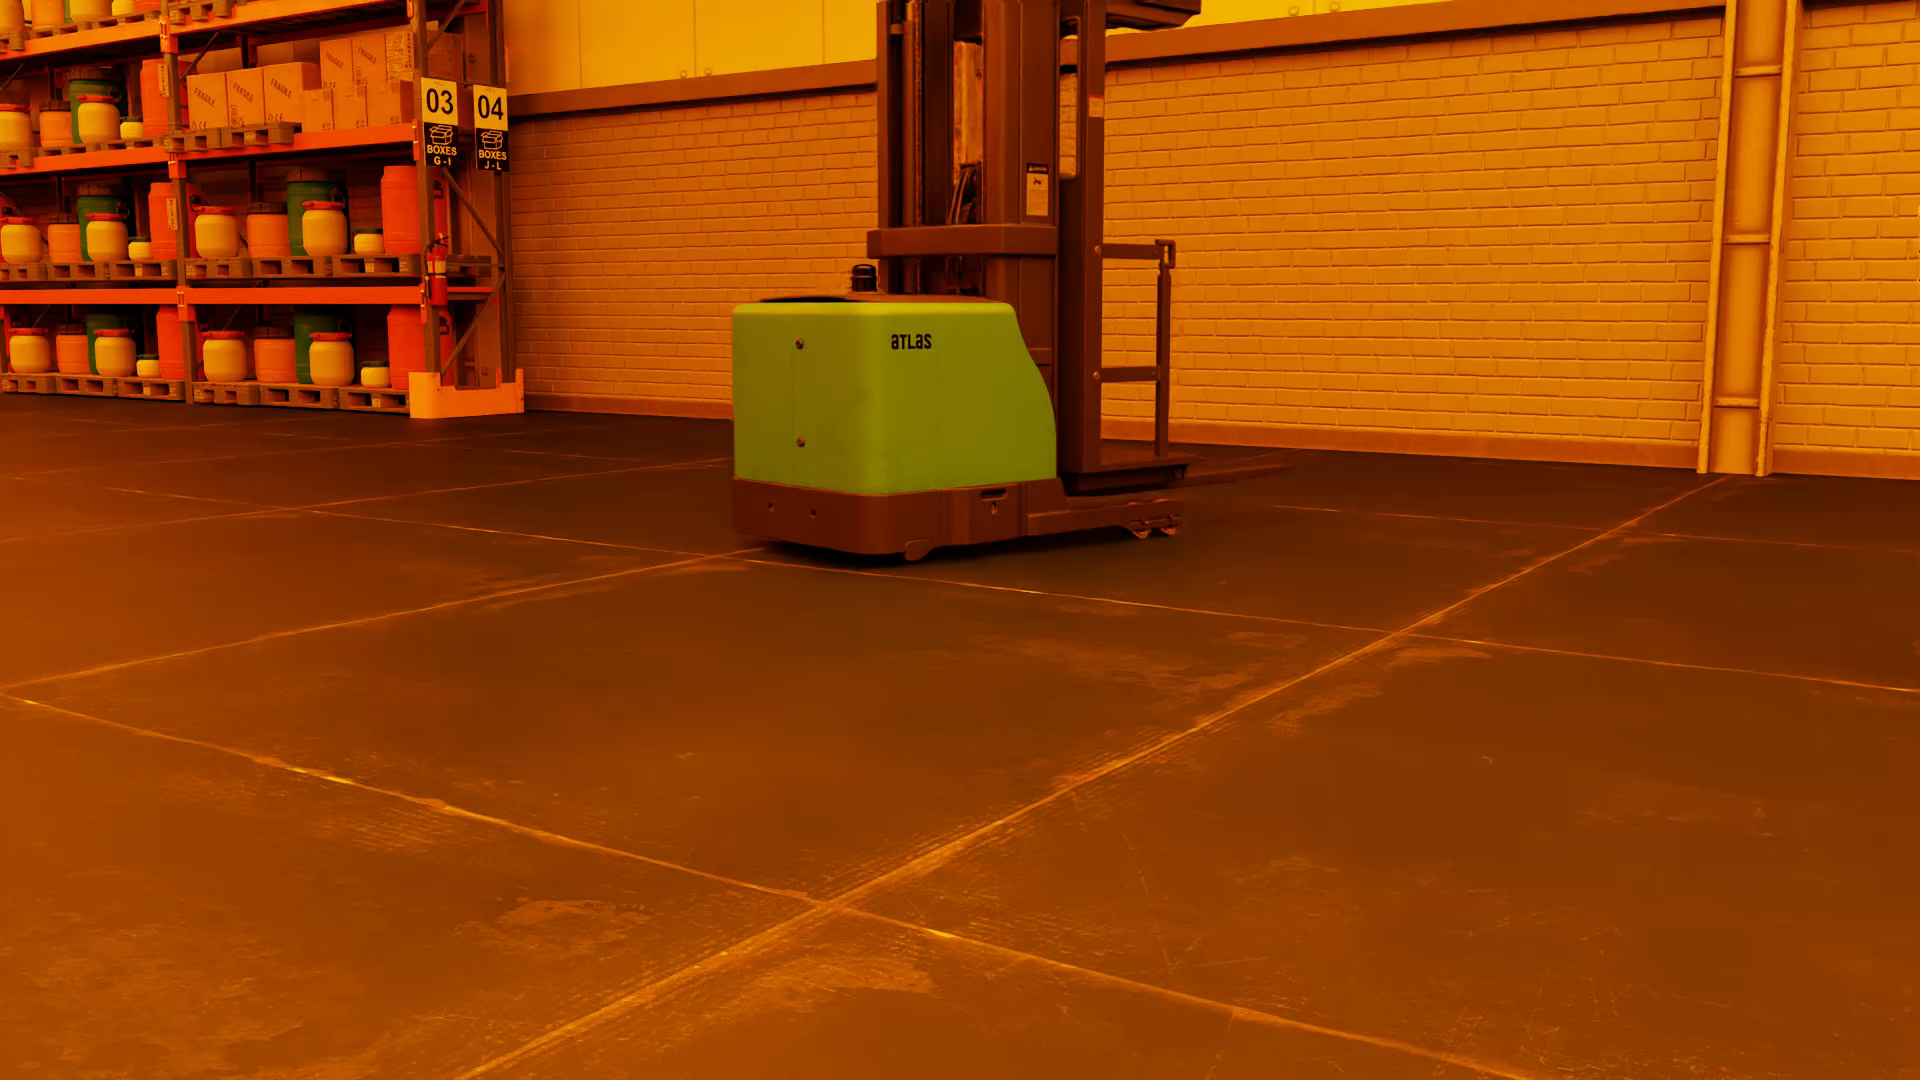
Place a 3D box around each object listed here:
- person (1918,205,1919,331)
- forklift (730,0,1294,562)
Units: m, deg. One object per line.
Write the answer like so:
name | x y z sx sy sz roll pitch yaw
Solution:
person | 2.991 -0.479 4.705 0.543 1.766 0.663 3 9 22
forklift | 0.416 -1.512 7.826 3.031 2.935 1.130 -7 11 -42
